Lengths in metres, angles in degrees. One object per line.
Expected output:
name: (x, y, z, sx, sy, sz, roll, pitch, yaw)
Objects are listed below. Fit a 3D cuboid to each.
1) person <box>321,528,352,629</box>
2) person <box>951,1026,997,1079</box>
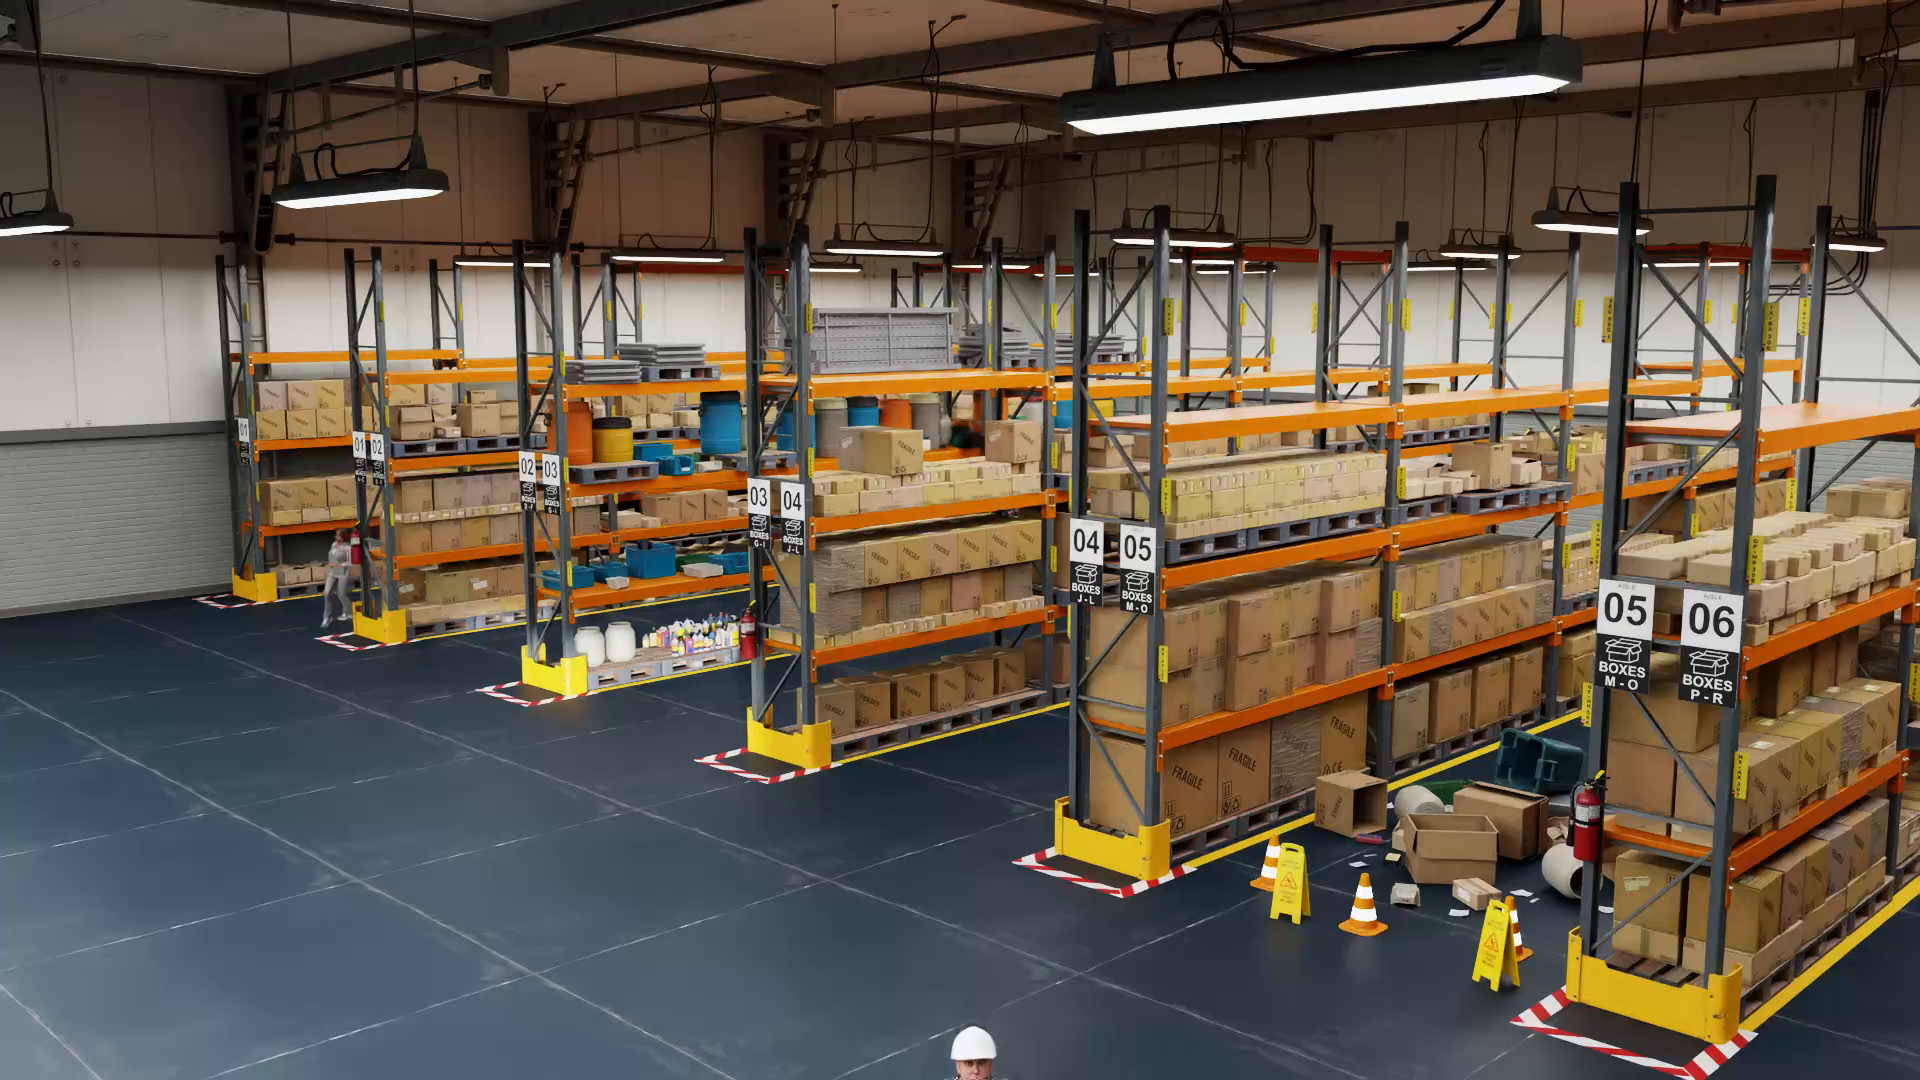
person: (-9.947, 0.615, 26.788, 0.517, 1.595, 0.656, 2, 8, 17)
person: (0.065, 3.193, 8.062, 0.665, 1.729, 0.583, -1, 8, -4)
